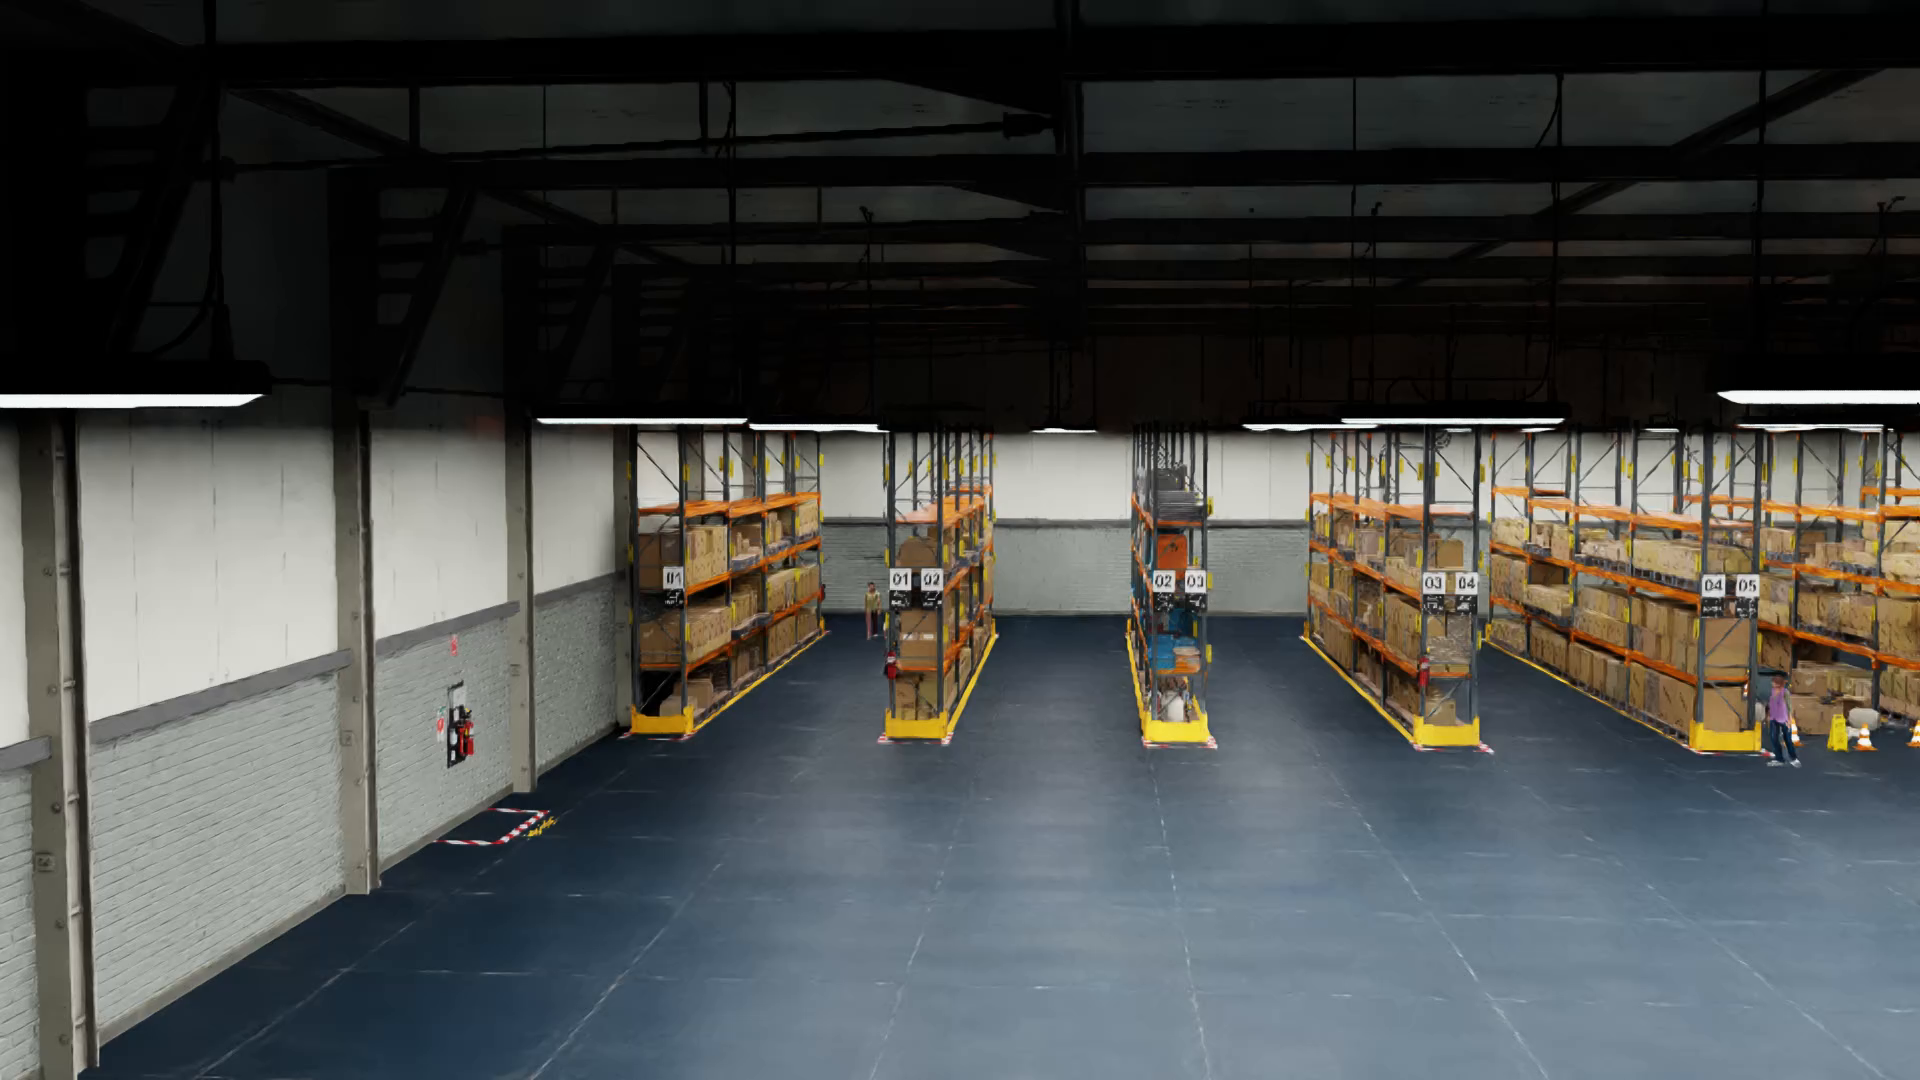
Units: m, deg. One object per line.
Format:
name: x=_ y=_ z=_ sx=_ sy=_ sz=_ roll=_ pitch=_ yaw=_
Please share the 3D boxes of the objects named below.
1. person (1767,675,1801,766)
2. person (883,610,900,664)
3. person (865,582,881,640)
person: x=14.256 y=3.115 z=28.758 sx=0.484 sy=1.587 sz=0.514 roll=-1 pitch=4 yaw=-20
person: x=-1.612 y=2.386 z=40.667 sx=0.566 sy=1.541 sz=0.519 roll=0 pitch=4 yaw=2
person: x=-2.443 y=1.965 z=46.598 sx=0.458 sy=1.612 sz=1.019 roll=0 pitch=4 yaw=4
